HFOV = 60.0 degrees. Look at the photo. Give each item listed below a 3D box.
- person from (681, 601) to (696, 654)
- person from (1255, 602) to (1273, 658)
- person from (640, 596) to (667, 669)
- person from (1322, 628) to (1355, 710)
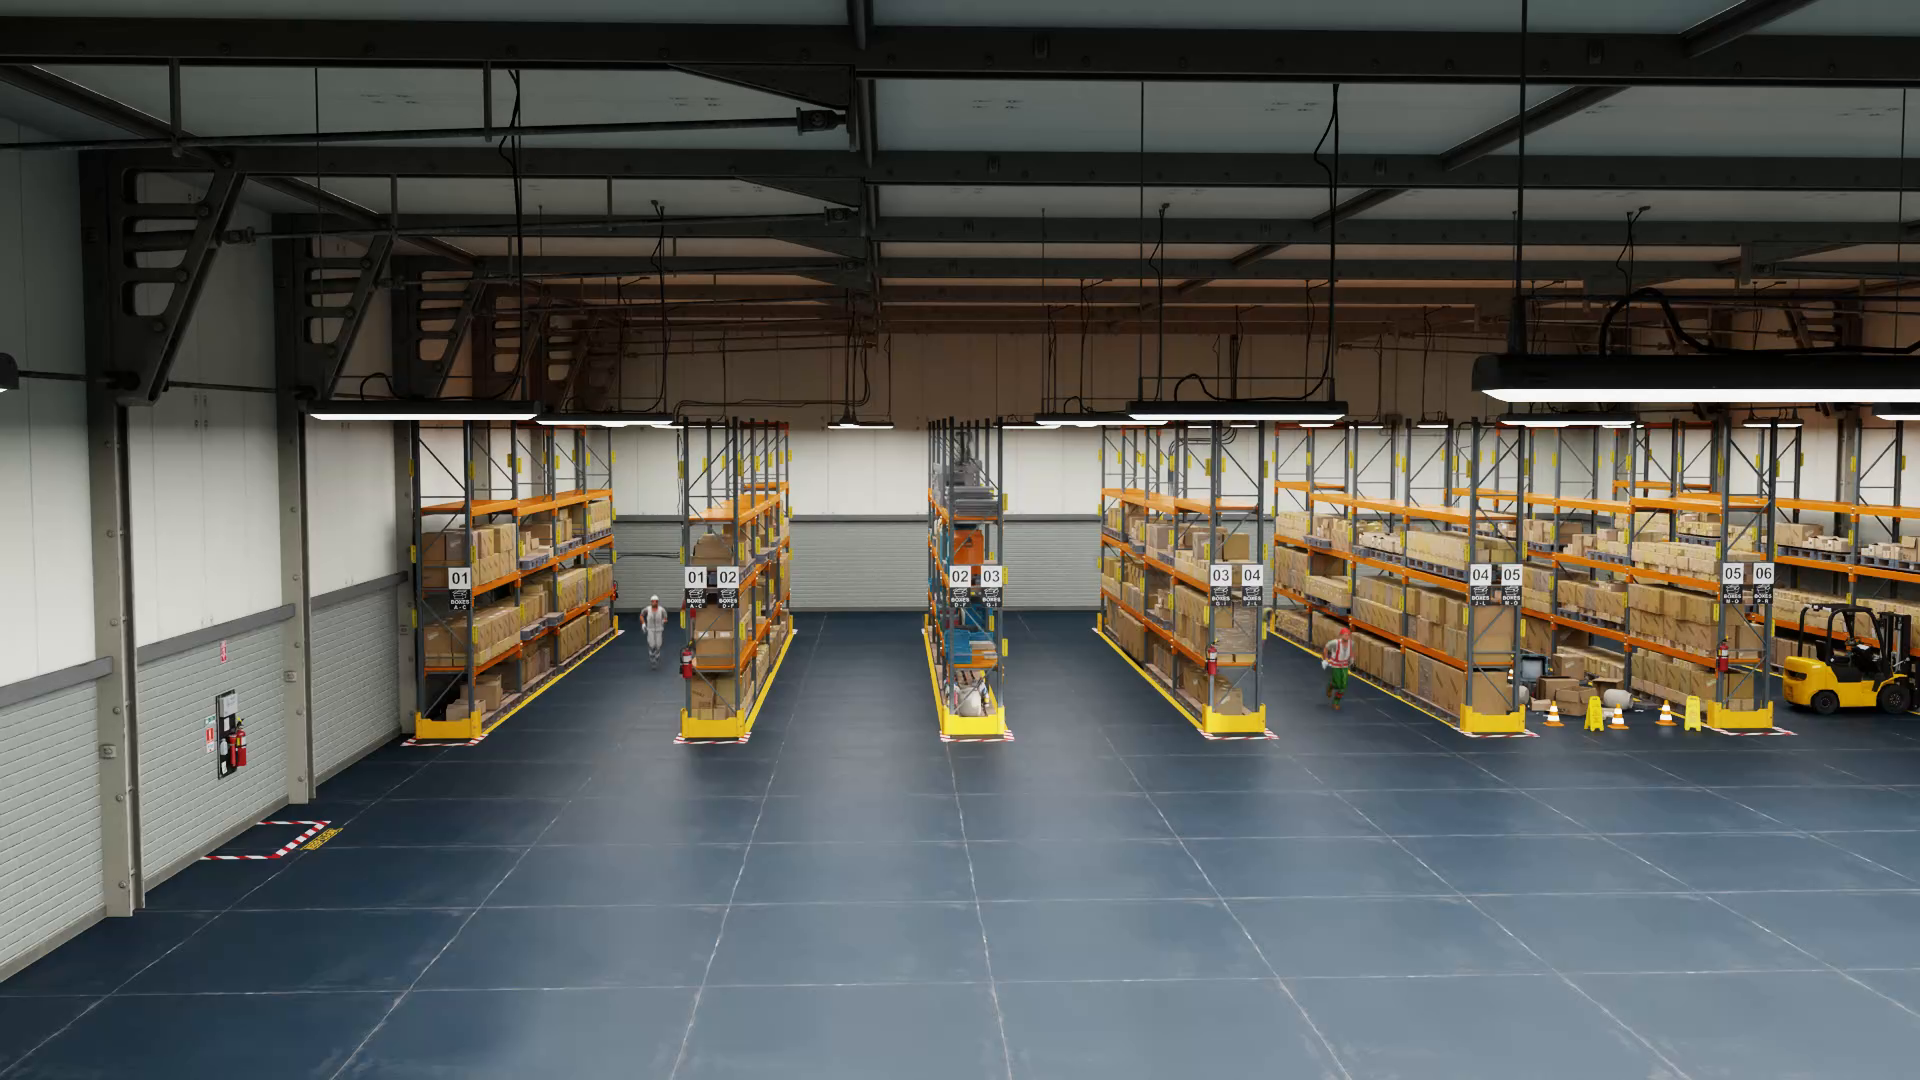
[{"bbox_3d":[-6.792,2.098,42.490,0.642,1.683,0.729,0,4,-8],"label":"person"},{"bbox_3d":[7.436,2.271,41.248,0.616,1.614,0.945,0,4,2],"label":"person"},{"bbox_3d":[-7.380,2.232,40.098,0.656,1.793,0.768,-1,4,-14],"label":"person"},{"bbox_3d":[7.834,2.642,34.388,0.653,1.711,0.768,-1,4,-20],"label":"person"}]
